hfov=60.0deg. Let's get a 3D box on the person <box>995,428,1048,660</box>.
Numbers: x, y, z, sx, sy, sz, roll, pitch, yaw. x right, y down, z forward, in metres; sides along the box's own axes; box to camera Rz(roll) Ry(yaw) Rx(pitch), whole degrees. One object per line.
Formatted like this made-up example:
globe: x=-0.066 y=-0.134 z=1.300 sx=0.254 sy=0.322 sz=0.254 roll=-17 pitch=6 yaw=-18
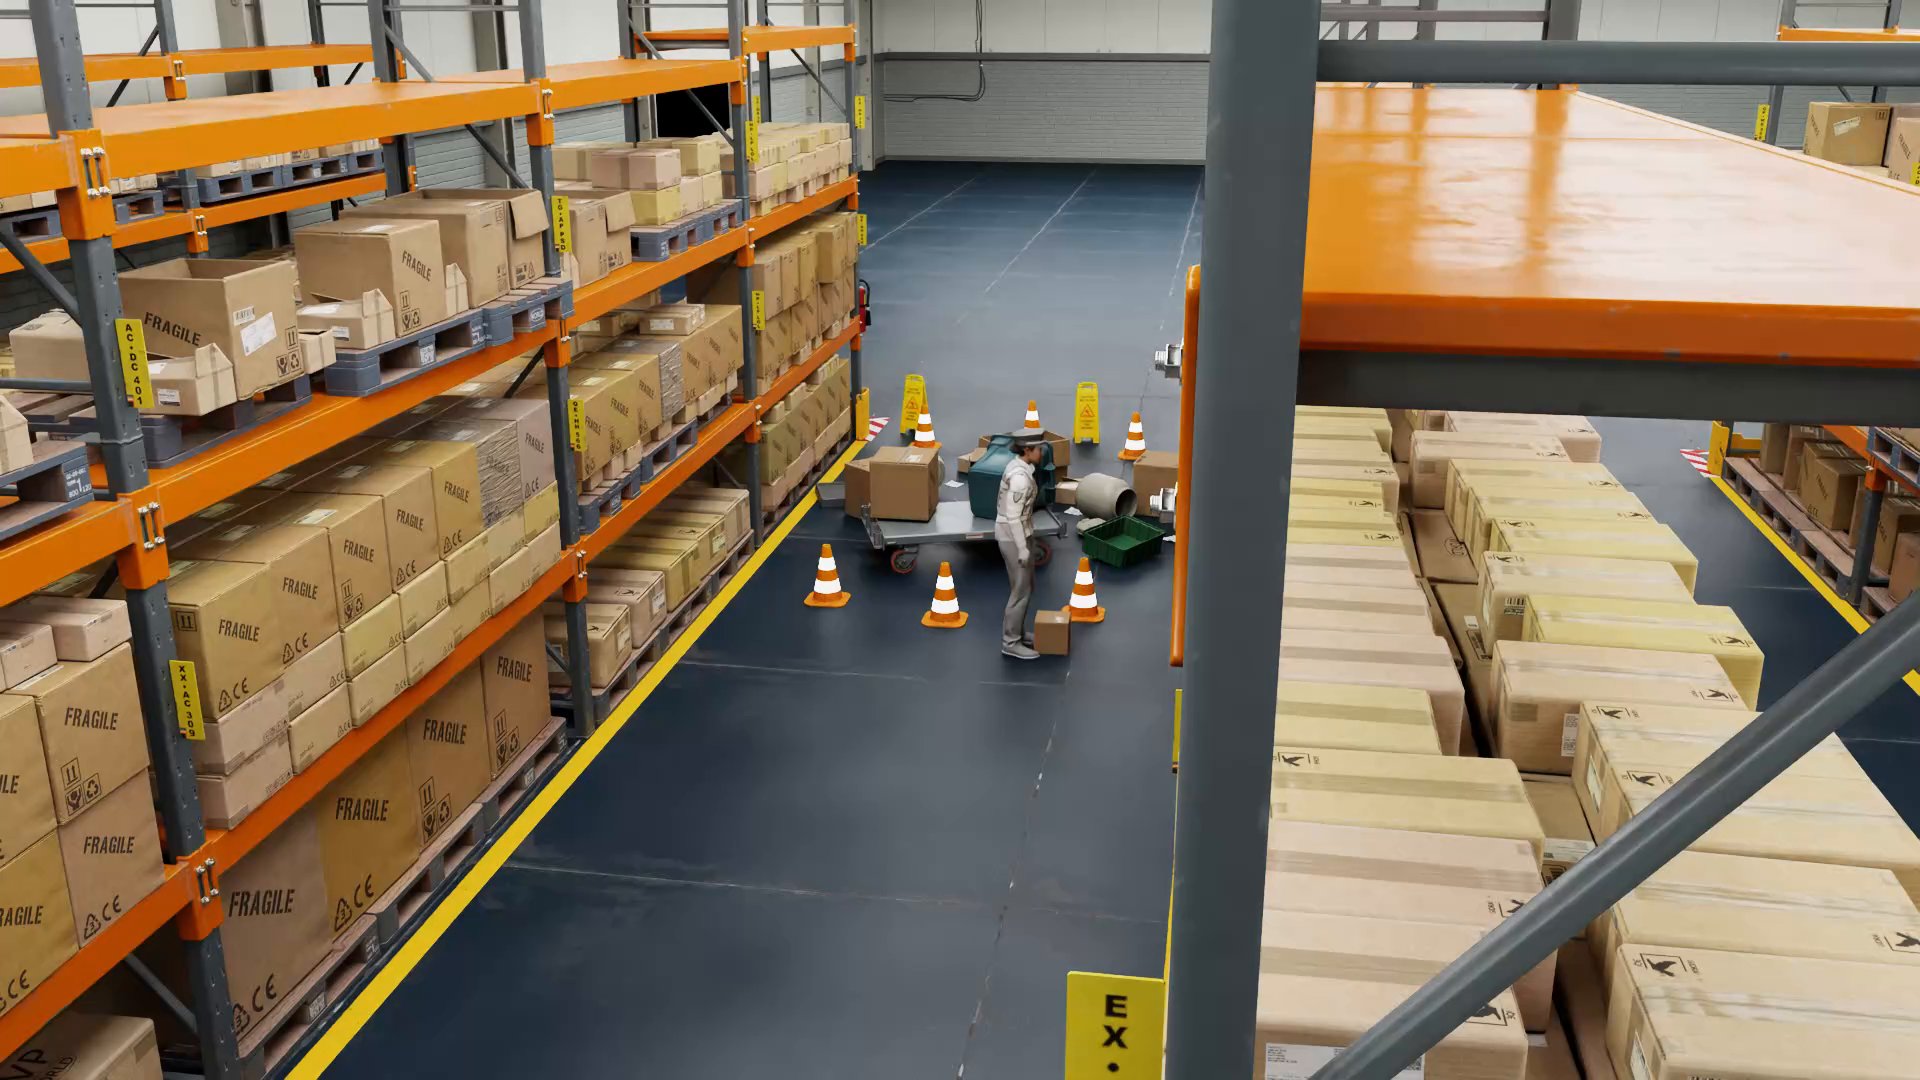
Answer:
person: x=0.437 y=0.002 z=12.042 sx=0.370 sy=1.663 sz=0.520 roll=2 pitch=18 yaw=7
